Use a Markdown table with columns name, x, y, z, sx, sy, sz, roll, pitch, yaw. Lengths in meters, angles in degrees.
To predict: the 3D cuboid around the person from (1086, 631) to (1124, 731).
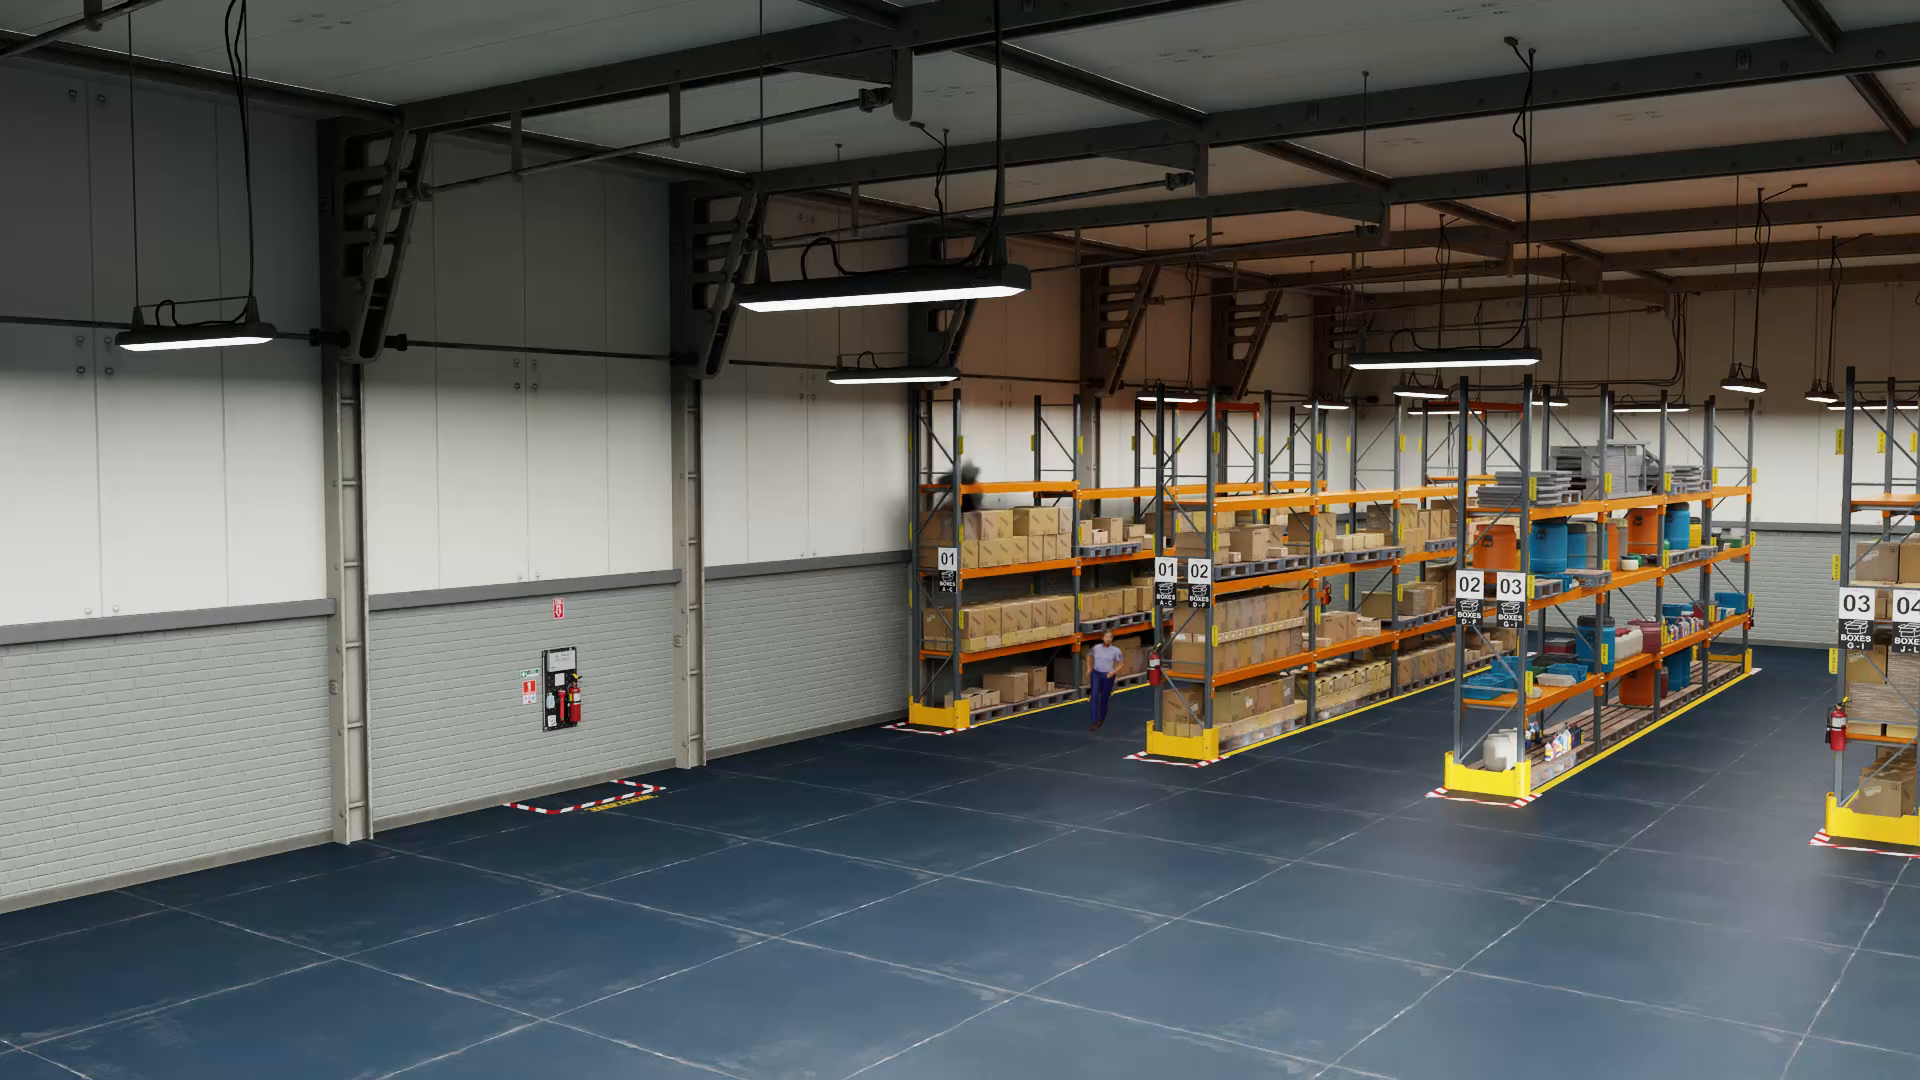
| name | x | y | z | sx | sy | sz | roll | pitch | yaw |
| --- | --- | --- | --- | --- | --- | --- | --- | --- | --- |
| person | 2.418 | 2.346 | 27.816 | 0.640 | 1.639 | 0.686 | 1 | 3 | 10 |
